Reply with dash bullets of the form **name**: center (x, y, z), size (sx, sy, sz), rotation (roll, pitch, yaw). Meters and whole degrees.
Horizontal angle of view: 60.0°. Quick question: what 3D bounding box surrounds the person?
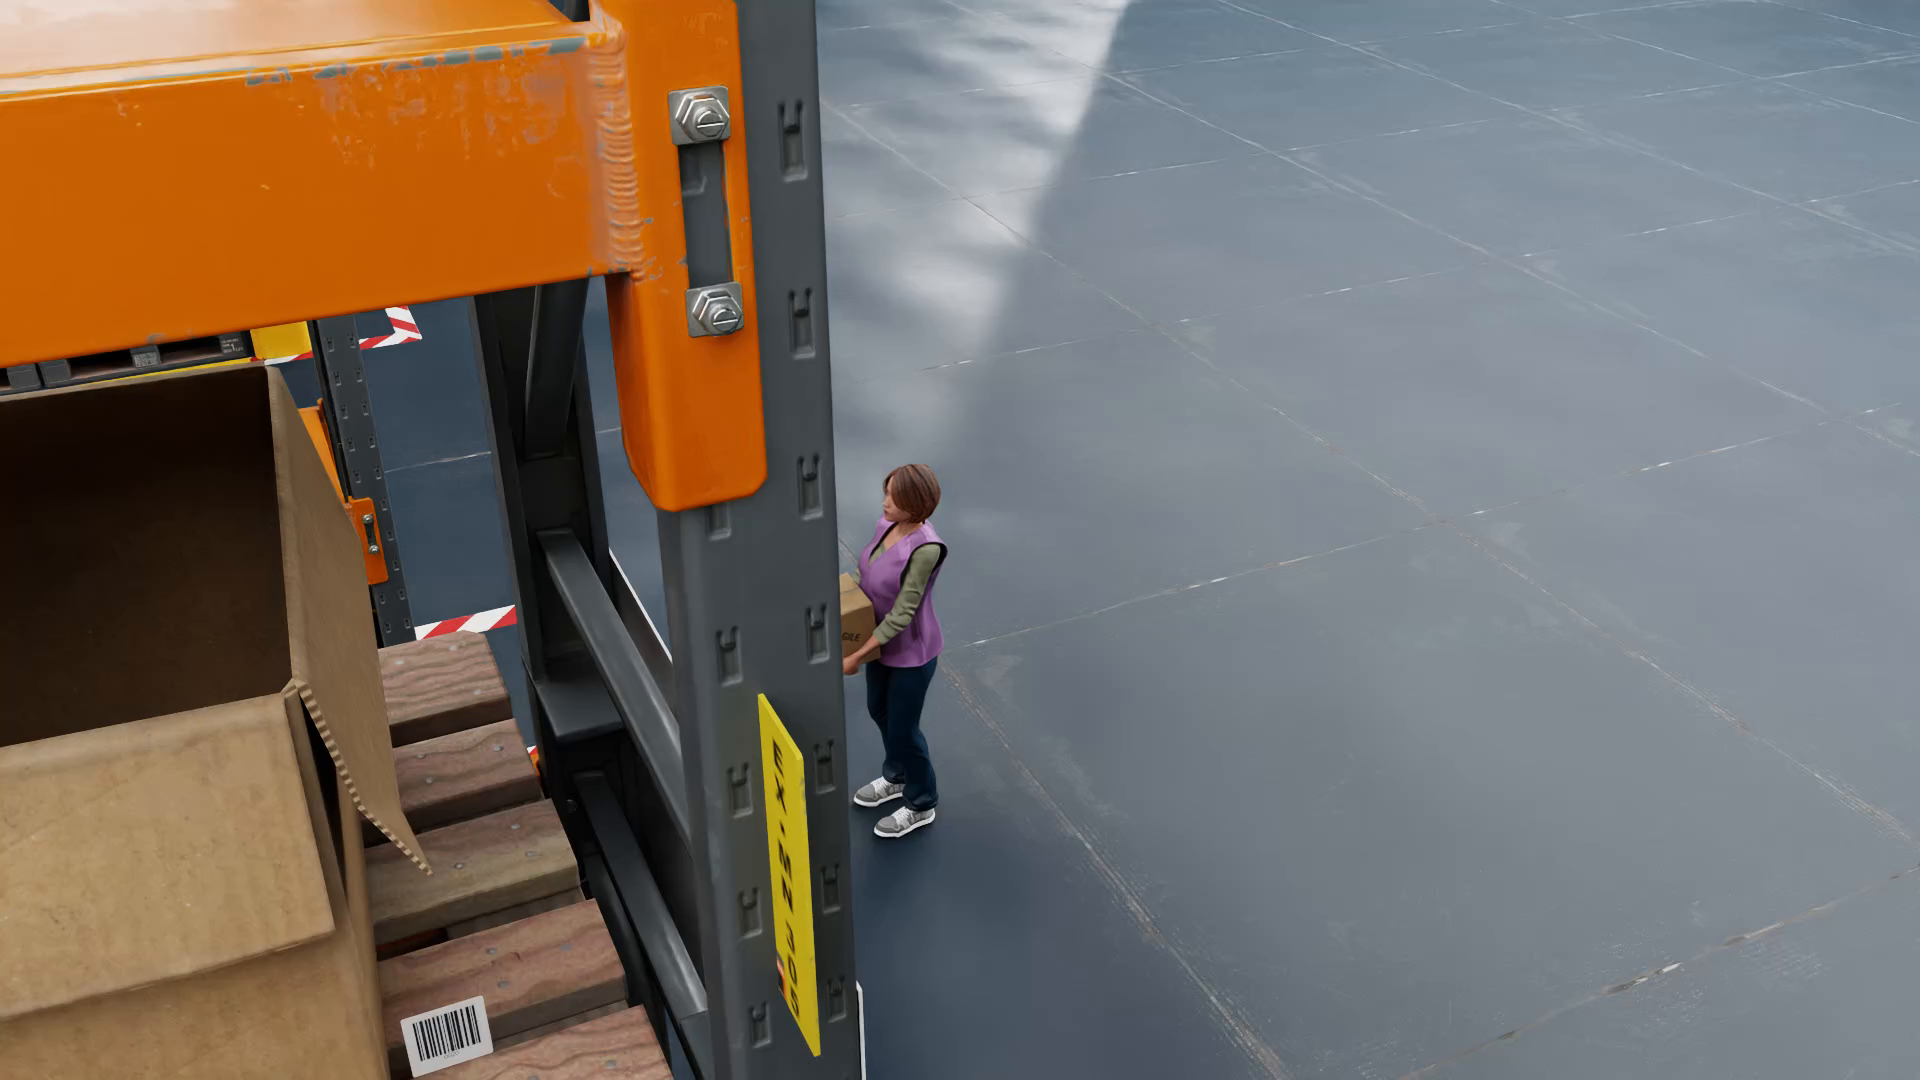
- **person**: center (-0.308, 0.438, 6.380), size (0.496, 1.588, 0.407), rotation (-13, 32, -22)
